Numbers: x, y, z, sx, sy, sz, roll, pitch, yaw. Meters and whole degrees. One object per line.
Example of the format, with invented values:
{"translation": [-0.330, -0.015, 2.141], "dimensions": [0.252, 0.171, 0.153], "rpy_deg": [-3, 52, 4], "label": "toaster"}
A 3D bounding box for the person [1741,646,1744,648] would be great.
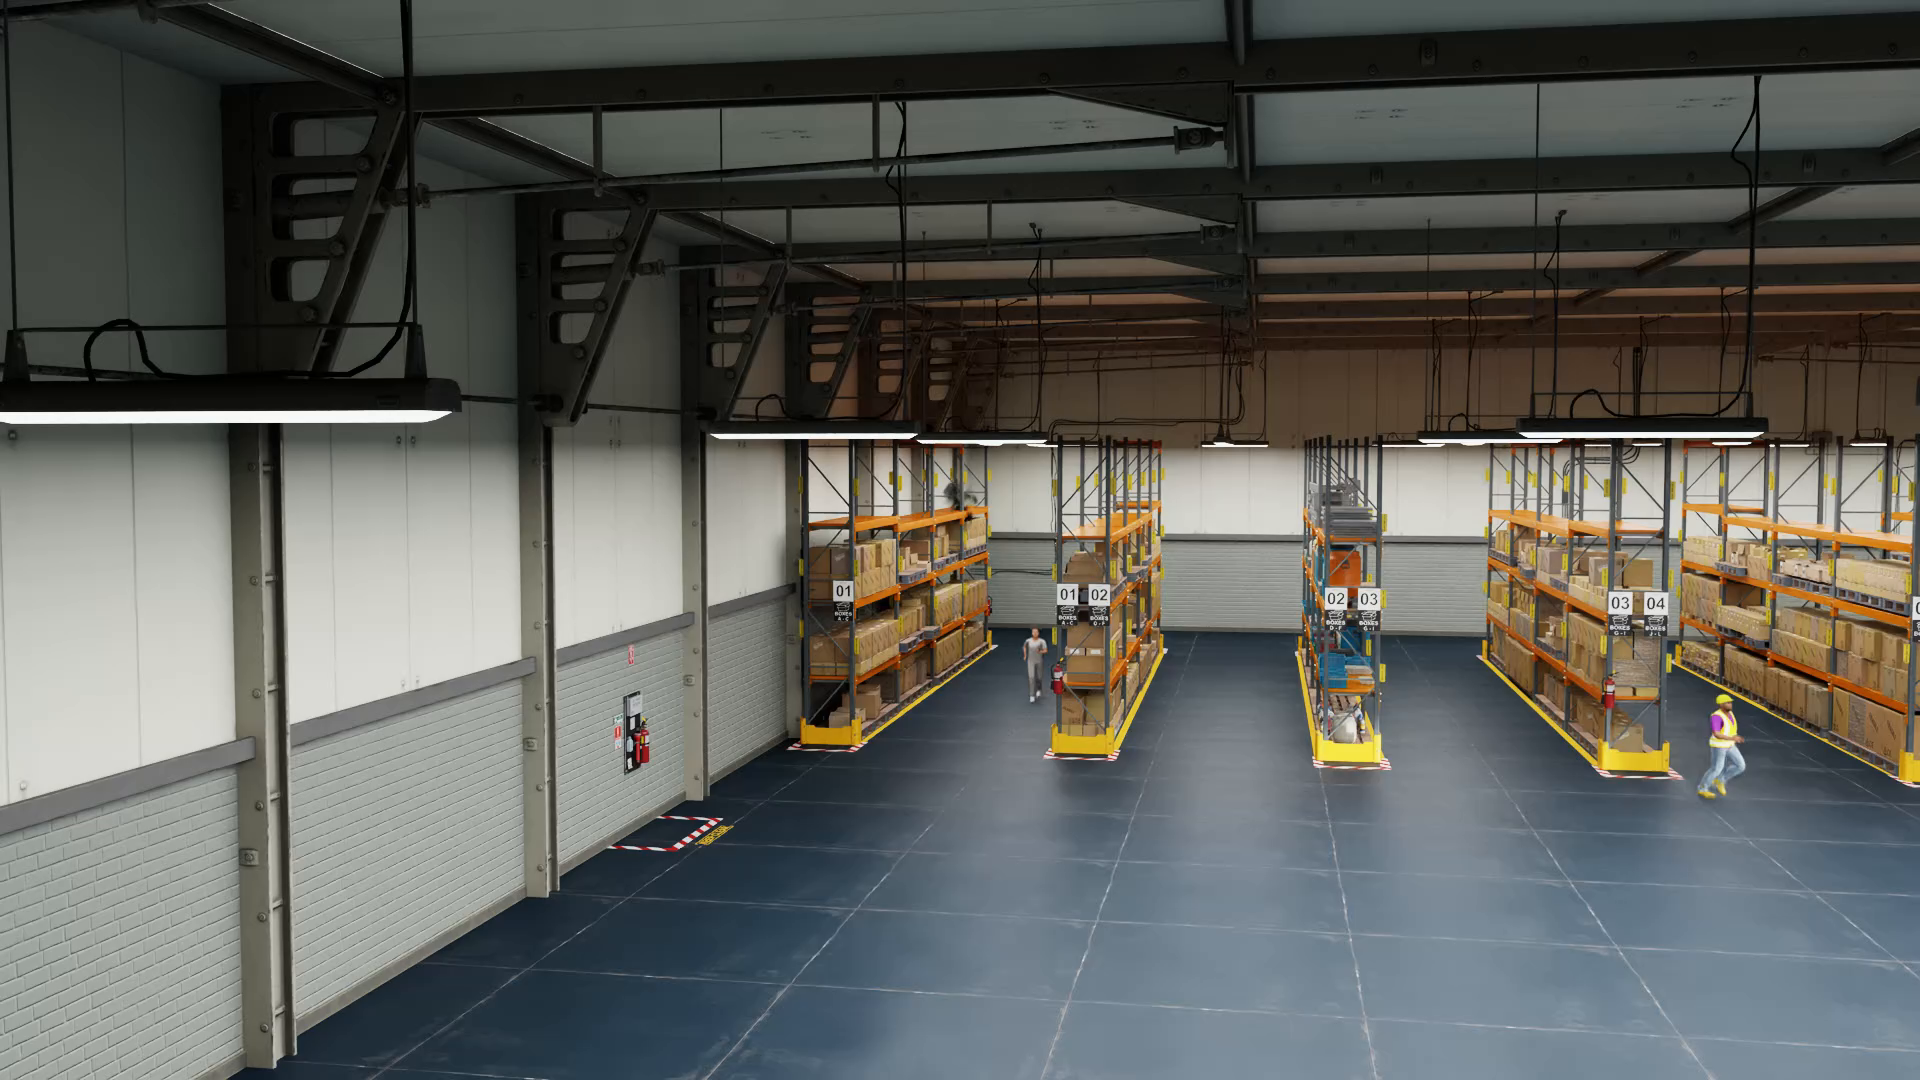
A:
{"translation": [21.598, 2.440, 45.279], "dimensions": [0.862, 1.707, 0.554], "rpy_deg": [1, 3, 10], "label": "person"}

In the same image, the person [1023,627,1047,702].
{"translation": [1.715, 2.820, 37.953], "dimensions": [0.564, 1.635, 0.969], "rpy_deg": [0, 3, 5], "label": "person"}

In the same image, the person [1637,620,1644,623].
{"translation": [17.784, 2.612, 43.253], "dimensions": [0.641, 1.637, 0.798], "rpy_deg": [1, 3, 18], "label": "person"}

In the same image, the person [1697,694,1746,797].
{"translation": [12.513, 3.369, 27.202], "dimensions": [0.725, 1.715, 0.797], "rpy_deg": [-2, 4, -34], "label": "person"}
